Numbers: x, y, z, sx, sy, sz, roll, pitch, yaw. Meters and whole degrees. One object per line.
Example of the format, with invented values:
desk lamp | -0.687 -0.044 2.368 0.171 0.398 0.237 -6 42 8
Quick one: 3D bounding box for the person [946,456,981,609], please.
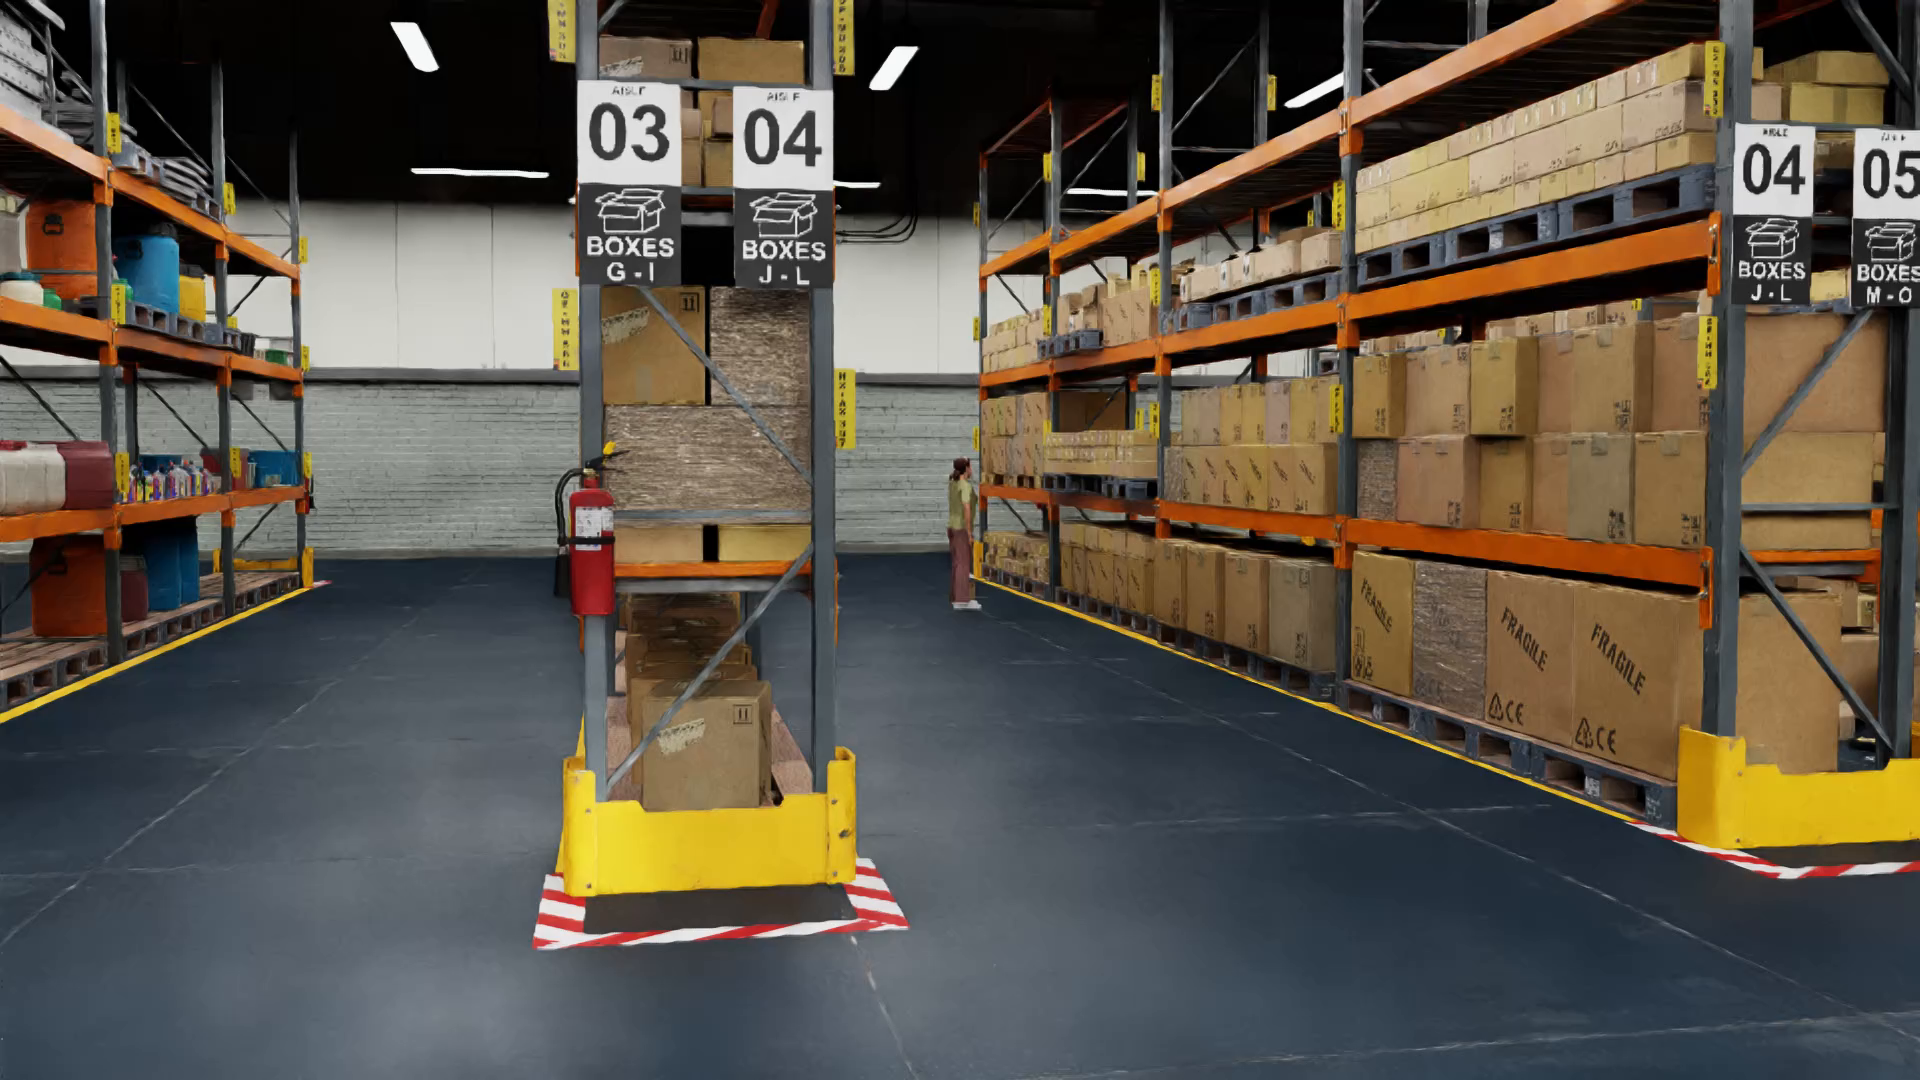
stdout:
person | 0.067 -0.075 18.312 0.399 1.659 0.556 -2 4 -28
